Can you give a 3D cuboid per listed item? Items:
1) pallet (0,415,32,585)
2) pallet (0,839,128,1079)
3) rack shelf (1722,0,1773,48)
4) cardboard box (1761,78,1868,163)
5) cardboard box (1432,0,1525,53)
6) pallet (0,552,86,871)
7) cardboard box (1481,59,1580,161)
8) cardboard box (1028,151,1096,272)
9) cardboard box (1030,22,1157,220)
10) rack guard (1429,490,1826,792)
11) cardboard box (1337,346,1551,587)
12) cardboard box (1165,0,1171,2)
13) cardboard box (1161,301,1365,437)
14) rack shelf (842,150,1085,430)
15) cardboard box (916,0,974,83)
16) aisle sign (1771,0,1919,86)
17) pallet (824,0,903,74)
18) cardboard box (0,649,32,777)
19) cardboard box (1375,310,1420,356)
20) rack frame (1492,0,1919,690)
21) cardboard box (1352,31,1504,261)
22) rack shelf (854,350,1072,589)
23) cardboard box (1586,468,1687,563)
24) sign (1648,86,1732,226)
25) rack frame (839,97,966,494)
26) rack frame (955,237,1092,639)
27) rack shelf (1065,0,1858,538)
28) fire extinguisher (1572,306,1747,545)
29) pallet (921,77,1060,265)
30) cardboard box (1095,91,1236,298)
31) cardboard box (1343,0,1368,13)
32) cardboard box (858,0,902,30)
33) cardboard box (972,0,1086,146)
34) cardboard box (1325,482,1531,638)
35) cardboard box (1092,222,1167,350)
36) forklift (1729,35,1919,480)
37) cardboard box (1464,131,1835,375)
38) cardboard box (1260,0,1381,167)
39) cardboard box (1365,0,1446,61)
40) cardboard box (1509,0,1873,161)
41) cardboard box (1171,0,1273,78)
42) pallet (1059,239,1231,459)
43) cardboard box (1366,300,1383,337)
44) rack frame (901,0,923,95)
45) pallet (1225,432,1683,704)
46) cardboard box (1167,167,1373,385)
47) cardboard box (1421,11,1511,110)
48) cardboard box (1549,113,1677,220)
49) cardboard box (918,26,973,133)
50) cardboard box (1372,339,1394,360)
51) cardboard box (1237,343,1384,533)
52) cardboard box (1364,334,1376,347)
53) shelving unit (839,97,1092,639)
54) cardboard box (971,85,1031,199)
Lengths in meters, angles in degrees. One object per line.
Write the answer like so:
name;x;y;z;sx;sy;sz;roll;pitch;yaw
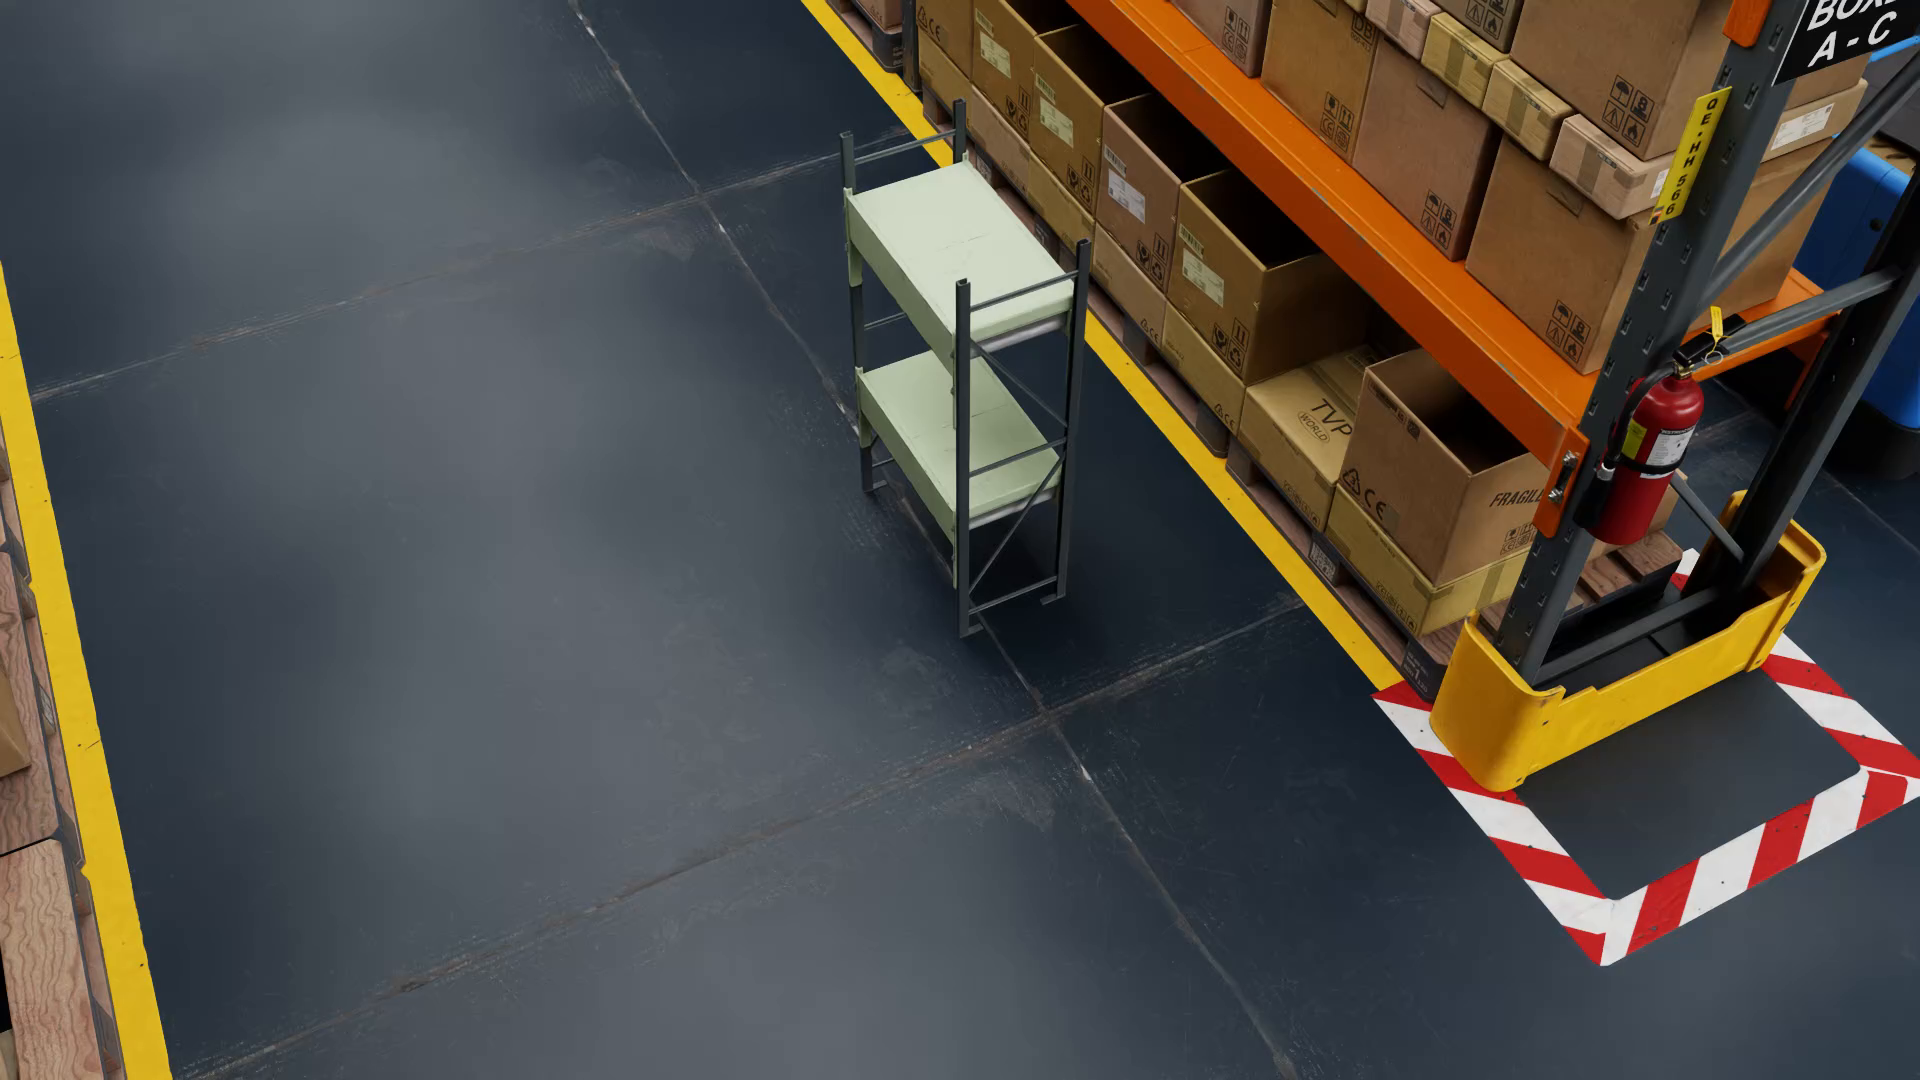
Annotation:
pallet;-3.851;-0.145;5.737;1.003;0.211;1.213;-21;52;-18
pallet;-2.734;1.488;4.308;1.003;0.211;1.213;-21;52;-18
rack shelf;1.129;-2.621;4.535;1.077;0.370;4.000;-21;52;-18
cardboard box;2.056;-1.115;4.235;0.380;0.149;0.250;-22;52;-18
cardboard box;1.572;-1.695;4.311;0.700;0.500;0.500;-22;53;-18
pallet;-3.288;0.672;5.022;1.003;0.211;1.213;-21;52;-18
cardboard box;1.579;-1.143;4.260;0.380;0.149;0.250;-20;52;-17
cardboard box;0.605;-1.355;6.490;0.500;0.250;0.500;-21;52;-18
cardboard box;0.605;-1.602;6.208;0.500;0.500;0.500;-21;52;-18
rack guard;2.055;0.307;5.149;1.175;0.500;0.348;-21;52;-18
cardboard box;1.534;-0.268;5.042;0.500;0.500;0.500;-21;52;-18
cardboard box;0.895;-2.259;5.667;0.700;0.500;0.500;-20;52;-17
cardboard box;1.066;-0.687;5.906;0.500;0.250;0.500;-21;52;-18
rack shelf;0.003;-0.746;4.888;0.431;0.370;0.720;-21;52;-18
cardboard box;0.147;-2.271;6.793;0.500;0.500;0.500;-21;52;-18
aisle sign;1.813;-1.243;3.117;0.394;0.787;0.004;-21;52;-18
pallet;-0.158;-2.771;8.033;1.003;0.211;1.213;-21;52;-18
cardboard box;-3.148;0.471;4.714;0.700;0.500;0.500;-24;53;-20
cardboard box;1.766;-0.782;5.490;0.500;0.500;0.500;-21;52;-18
rack frame;2.044;-0.532;4.223;1.000;3.000;0.127;-21;52;-18
cardboard box;1.597;-1.232;4.768;0.700;0.500;0.500;-20;52;-17
rack shelf;0.003;-0.275;5.427;0.431;0.370;0.720;-21;52;-18
cardboard box;1.996;-0.201;5.480;0.500;0.250;0.500;-21;52;-18
sign;1.555;-0.814;3.542;0.100;0.325;0.005;-21;52;-18
rack frame;-0.164;-0.734;5.396;0.400;1.500;0.023;-21;52;-18
rack frame;0.171;-0.244;4.967;0.400;1.500;0.023;-21;52;-18
rack shelf;1.129;-1.634;5.664;1.077;0.370;4.000;-21;52;-18
fire extinguisher;1.685;-0.268;4.043;0.296;0.674;0.183;-21;52;-18
pallet;0.540;-1.745;7.136;1.003;0.211;1.213;-21;52;-18
cardboard box;0.836;-1.268;5.916;0.500;0.500;0.500;-21;52;-18
cardboard box;1.228;-1.659;4.711;0.380;0.149;0.250;-20;52;-16
cardboard box;-0.234;-2.620;7.596;0.500;0.250;0.500;-22;52;-18
cardboard box;0.383;-1.939;6.503;0.500;0.500;0.500;-21;52;-18
cardboard box;1.536;-0.022;5.324;0.500;0.250;0.500;-21;52;-18
cardboard box;0.839;-1.022;6.199;0.500;0.250;0.500;-21;52;-18
forklift;4.270;-2.016;5.566;3.031;2.935;1.130;-24;53;-20
cardboard box;1.842;-0.882;4.462;0.700;0.500;0.500;-21;52;-18
cardboard box;1.375;-1.566;5.060;0.700;0.500;0.500;-21;52;-17
cardboard box;1.348;-1.484;4.557;0.380;0.149;0.250;-21;52;-17
cardboard box;1.817;-1.344;4.005;0.700;0.500;0.500;-21;52;-17
cardboard box;1.131;-1.917;5.368;0.700;0.500;0.500;-20;52;-16
pallet;1.102;-0.927;6.420;1.003;0.211;1.213;-21;52;-18
cardboard box;1.525;-1.112;5.779;0.500;0.500;0.500;-21;52;-18
rack frame;0.213;-3.209;6.564;1.000;3.000;0.127;-21;52;-18
pallet;1.657;-0.112;5.707;1.003;0.211;1.213;-21;52;-18
cardboard box;1.063;-0.933;5.623;0.500;0.500;0.500;-21;52;-18
cardboard box;1.461;-1.314;4.410;0.380;0.149;0.250;-22;52;-18
cardboard box;1.700;-0.969;4.107;0.380;0.149;0.250;-22;52;-18
cardboard box;0.156;-2.027;7.078;0.500;0.250;0.500;-21;52;-18
cardboard box;1.764;-0.534;5.772;0.500;0.250;0.500;-21;52;-18
cardboard box;1.296;-0.353;5.614;0.500;0.250;0.500;-21;52;-18
cardboard box;1.536;-0.869;6.065;0.500;0.250;0.500;-21;52;-18
shelving unit;0.003;-0.489;5.182;0.431;1.500;0.755;-21;52;-18
cardboard box;0.380;-1.691;6.784;0.500;0.250;0.500;-21;52;-18
